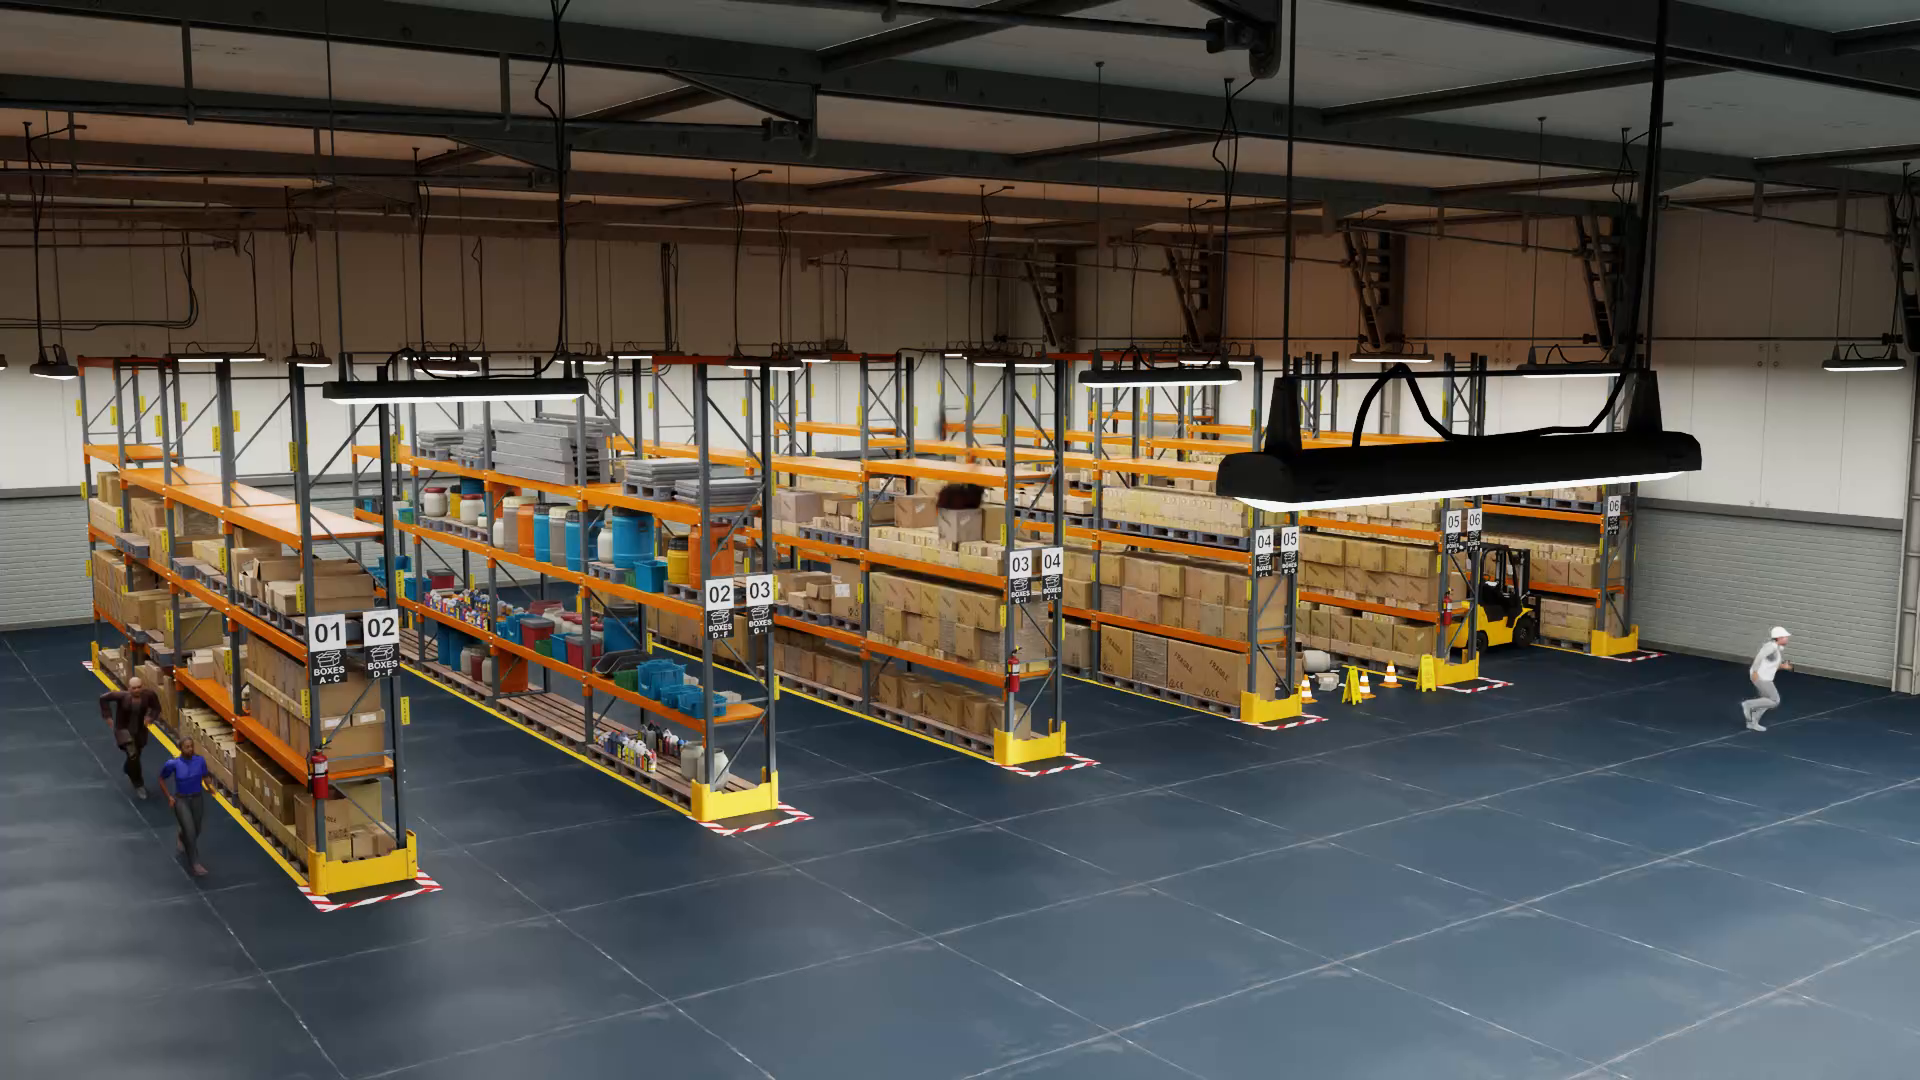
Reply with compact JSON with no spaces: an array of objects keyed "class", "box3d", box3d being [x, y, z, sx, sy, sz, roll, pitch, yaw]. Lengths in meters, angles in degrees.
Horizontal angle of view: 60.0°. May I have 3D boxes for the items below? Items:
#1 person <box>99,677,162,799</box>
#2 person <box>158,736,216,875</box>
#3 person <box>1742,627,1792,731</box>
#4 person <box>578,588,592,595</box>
[{"class":"person","box3d":[-11.586,2.714,23.208,0.736,1.744,1.056,-5,9,-38]},{"class":"person","box3d":[-9.257,3.133,19.869,0.816,1.640,0.559,6,9,42]},{"class":"person","box3d":[13.059,2.246,26.895,0.721,1.701,0.647,2,7,19]},{"class":"person","box3d":[-8.731,0.823,39.291,0.673,1.578,0.579,0,7,0]}]
